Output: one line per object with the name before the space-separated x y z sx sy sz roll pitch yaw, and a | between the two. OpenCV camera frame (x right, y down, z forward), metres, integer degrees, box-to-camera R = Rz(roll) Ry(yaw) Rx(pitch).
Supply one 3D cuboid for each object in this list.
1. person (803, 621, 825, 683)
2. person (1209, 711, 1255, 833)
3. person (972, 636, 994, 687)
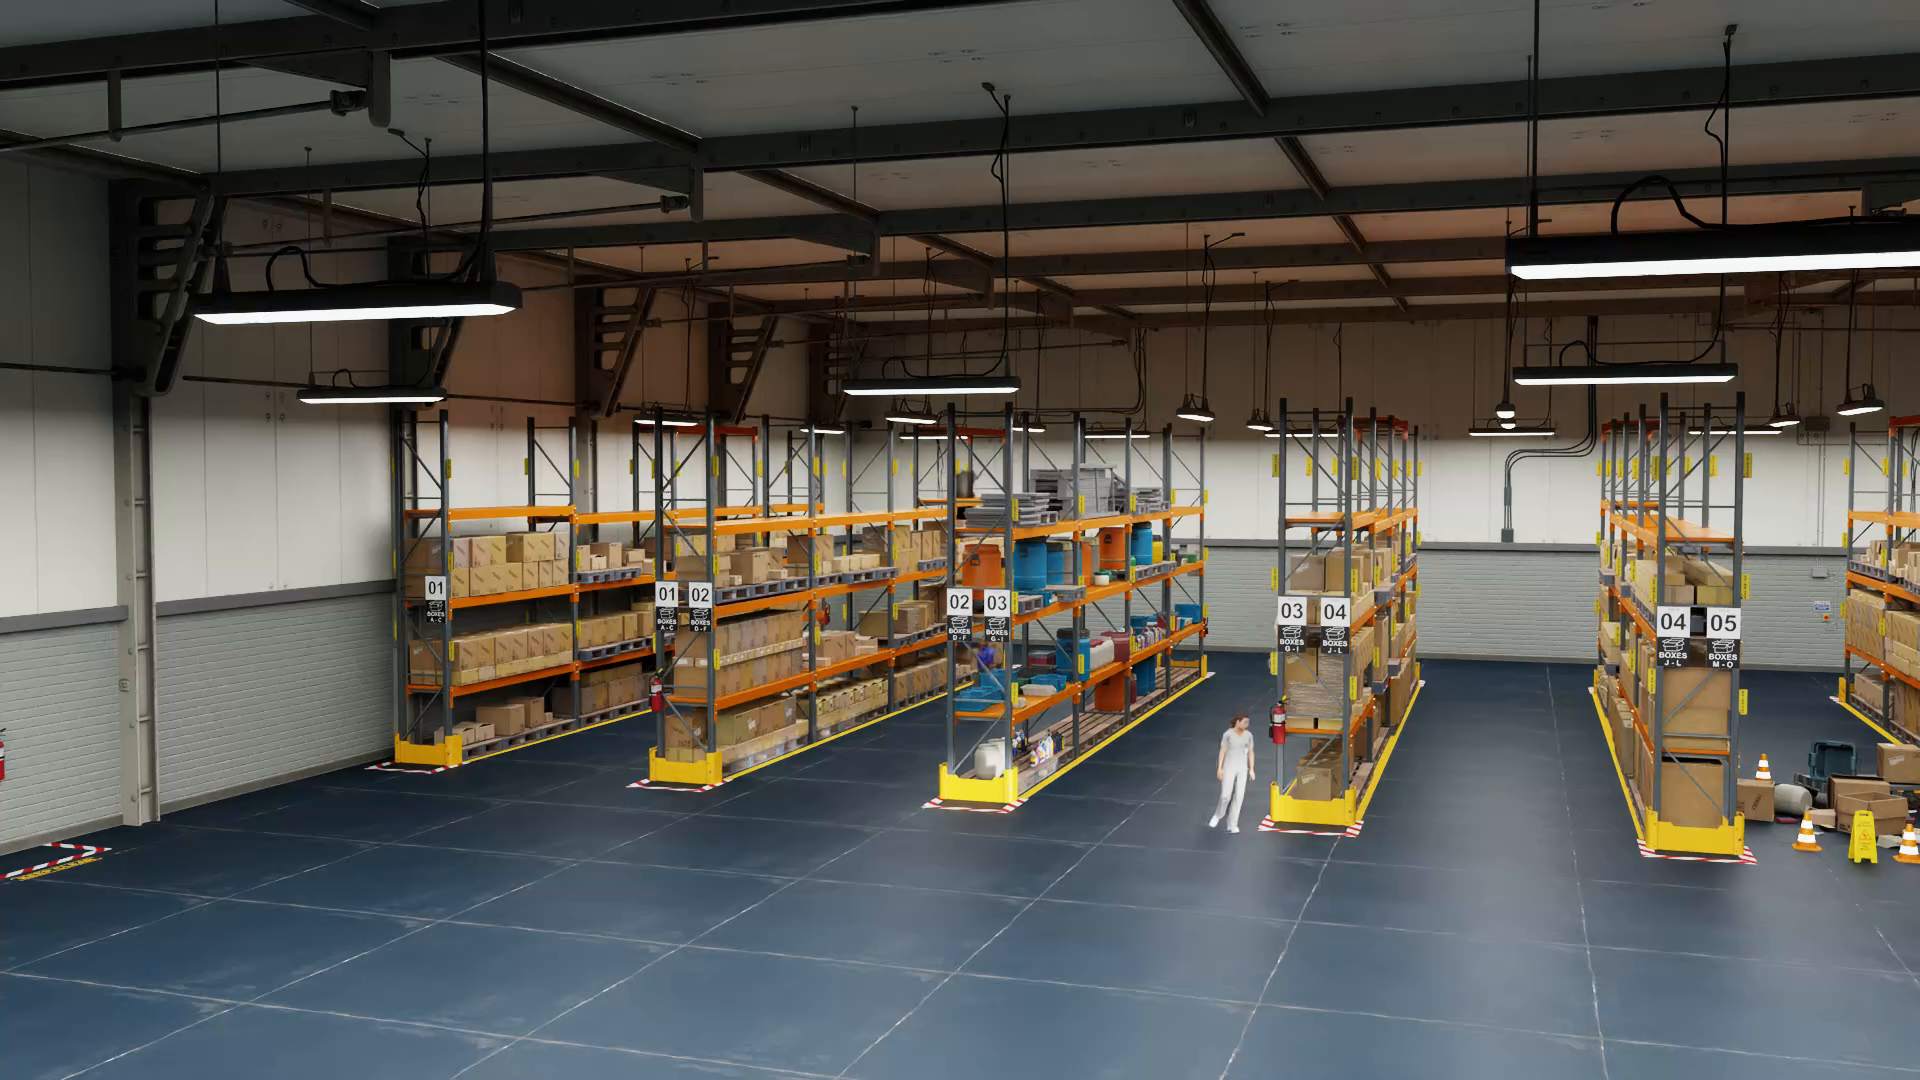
person | -3.102 2.647 35.793 0.700 1.674 0.843 0 2 4
person | 3.744 3.179 22.888 0.588 1.650 0.457 0 2 -11
person | 0.491 2.750 33.609 0.440 1.677 0.614 -2 3 -43
